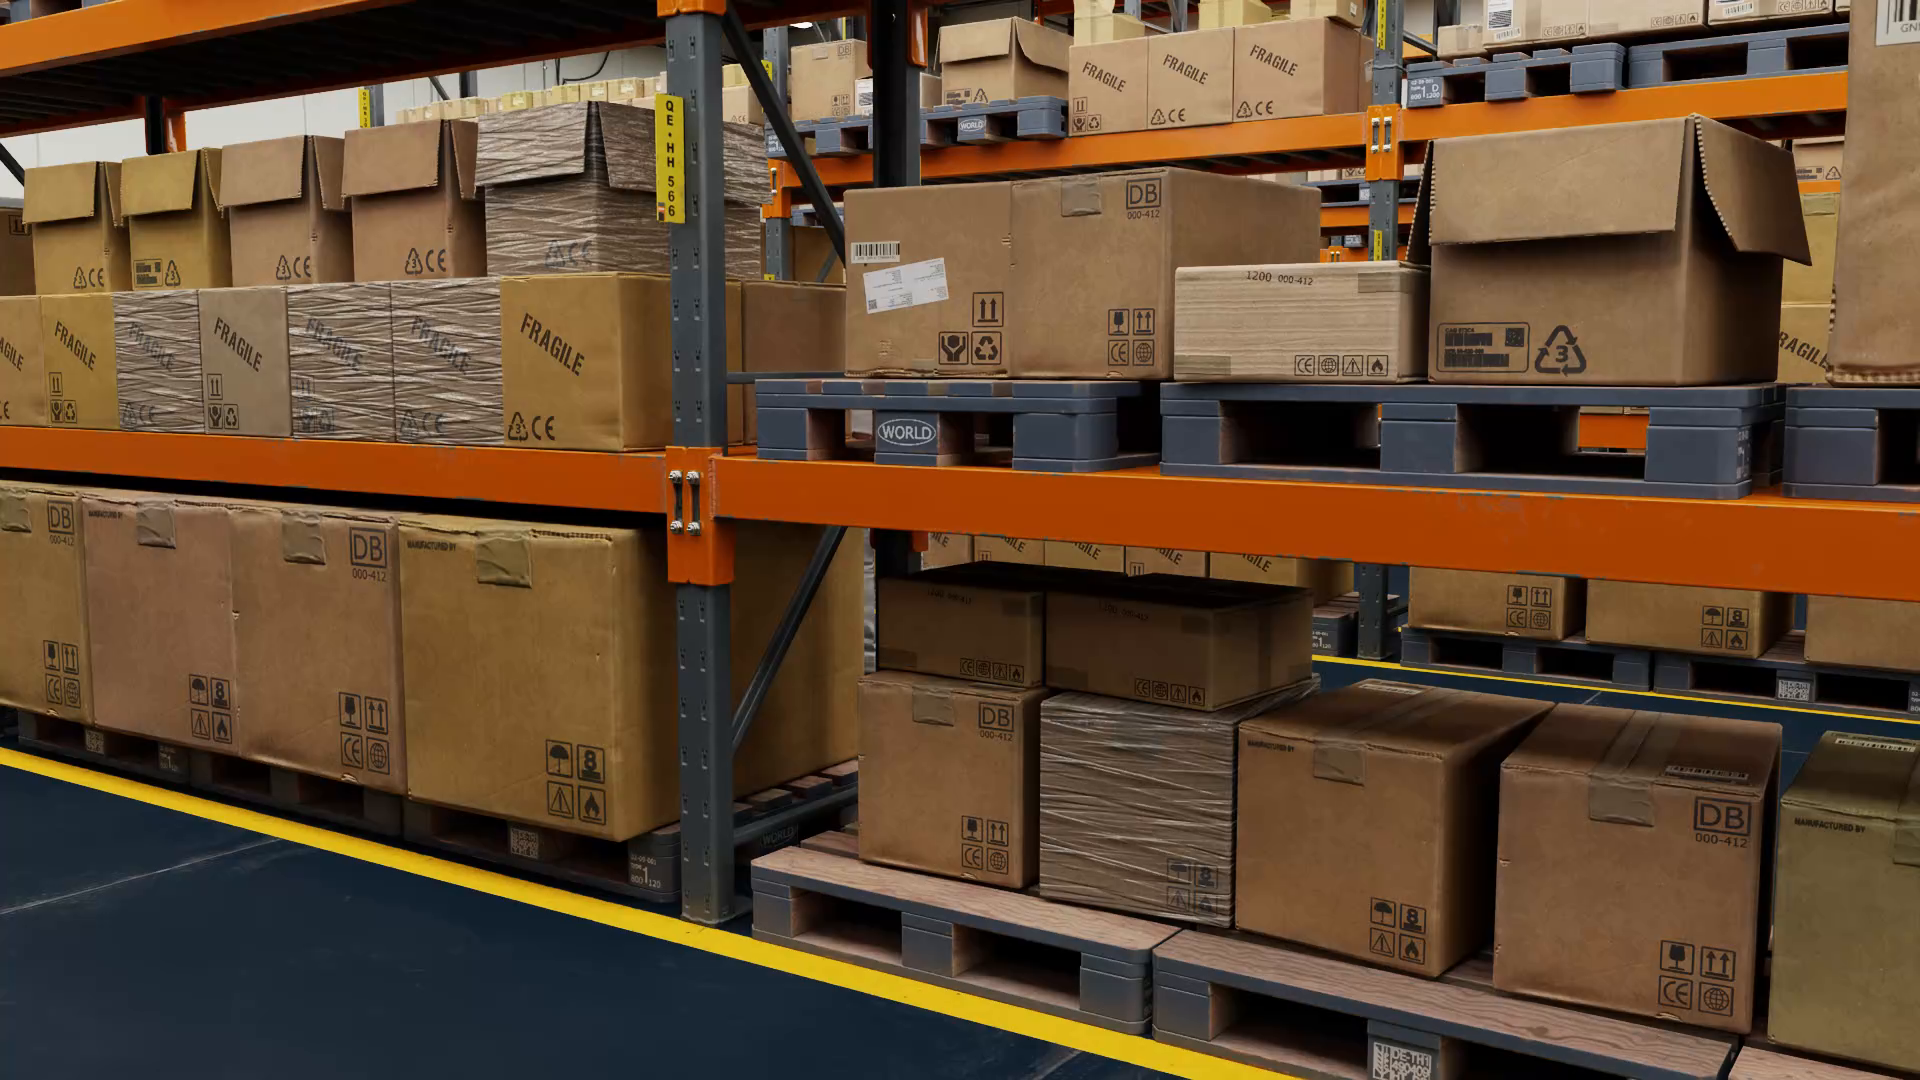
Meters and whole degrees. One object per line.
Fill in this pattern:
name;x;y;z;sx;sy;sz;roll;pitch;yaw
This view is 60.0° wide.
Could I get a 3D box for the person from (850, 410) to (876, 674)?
person;-0.411;-0.218;8.341;0.398;1.804;0.548;4;8;34
